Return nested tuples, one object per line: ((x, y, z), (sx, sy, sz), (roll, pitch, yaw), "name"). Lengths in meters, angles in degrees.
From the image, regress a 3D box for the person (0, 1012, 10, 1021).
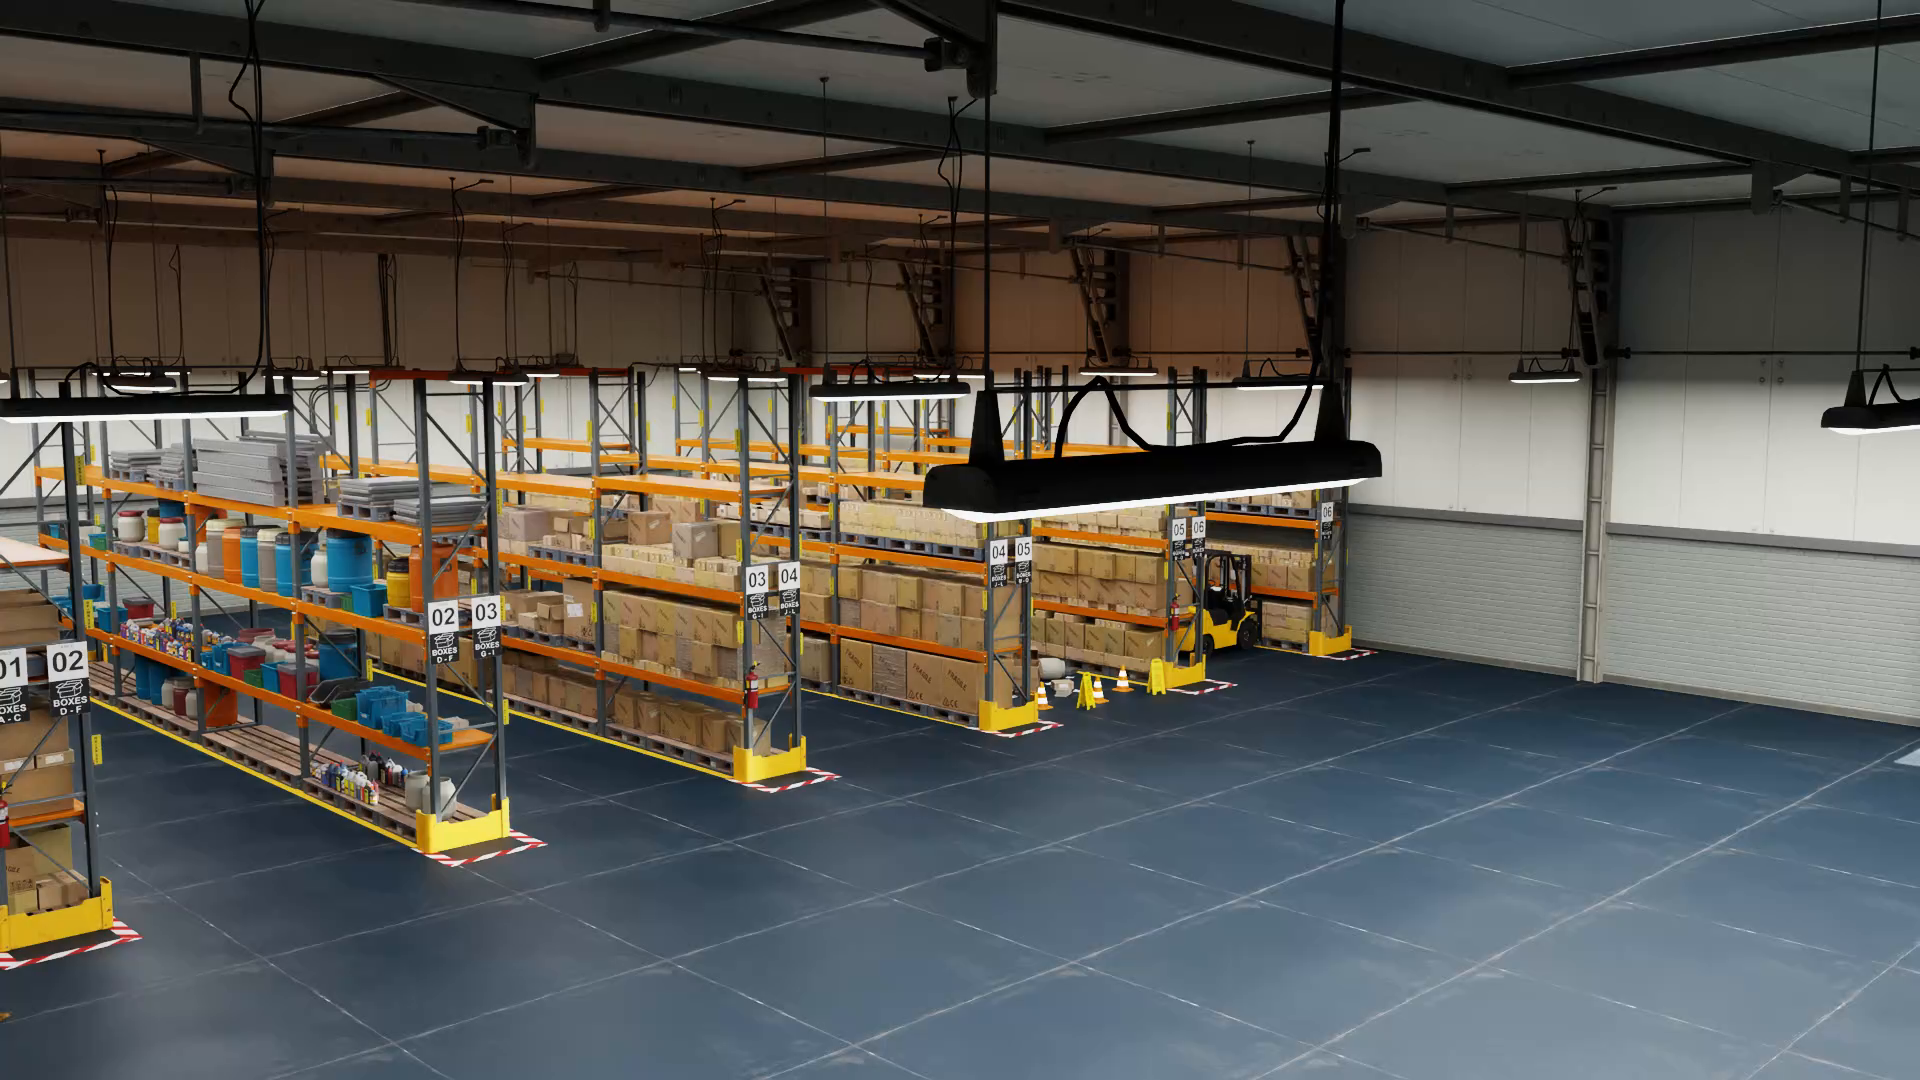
((-9.427, 3.712, 15.531), (0.856, 1.756, 0.515), (-1, 7, -11), "person")
